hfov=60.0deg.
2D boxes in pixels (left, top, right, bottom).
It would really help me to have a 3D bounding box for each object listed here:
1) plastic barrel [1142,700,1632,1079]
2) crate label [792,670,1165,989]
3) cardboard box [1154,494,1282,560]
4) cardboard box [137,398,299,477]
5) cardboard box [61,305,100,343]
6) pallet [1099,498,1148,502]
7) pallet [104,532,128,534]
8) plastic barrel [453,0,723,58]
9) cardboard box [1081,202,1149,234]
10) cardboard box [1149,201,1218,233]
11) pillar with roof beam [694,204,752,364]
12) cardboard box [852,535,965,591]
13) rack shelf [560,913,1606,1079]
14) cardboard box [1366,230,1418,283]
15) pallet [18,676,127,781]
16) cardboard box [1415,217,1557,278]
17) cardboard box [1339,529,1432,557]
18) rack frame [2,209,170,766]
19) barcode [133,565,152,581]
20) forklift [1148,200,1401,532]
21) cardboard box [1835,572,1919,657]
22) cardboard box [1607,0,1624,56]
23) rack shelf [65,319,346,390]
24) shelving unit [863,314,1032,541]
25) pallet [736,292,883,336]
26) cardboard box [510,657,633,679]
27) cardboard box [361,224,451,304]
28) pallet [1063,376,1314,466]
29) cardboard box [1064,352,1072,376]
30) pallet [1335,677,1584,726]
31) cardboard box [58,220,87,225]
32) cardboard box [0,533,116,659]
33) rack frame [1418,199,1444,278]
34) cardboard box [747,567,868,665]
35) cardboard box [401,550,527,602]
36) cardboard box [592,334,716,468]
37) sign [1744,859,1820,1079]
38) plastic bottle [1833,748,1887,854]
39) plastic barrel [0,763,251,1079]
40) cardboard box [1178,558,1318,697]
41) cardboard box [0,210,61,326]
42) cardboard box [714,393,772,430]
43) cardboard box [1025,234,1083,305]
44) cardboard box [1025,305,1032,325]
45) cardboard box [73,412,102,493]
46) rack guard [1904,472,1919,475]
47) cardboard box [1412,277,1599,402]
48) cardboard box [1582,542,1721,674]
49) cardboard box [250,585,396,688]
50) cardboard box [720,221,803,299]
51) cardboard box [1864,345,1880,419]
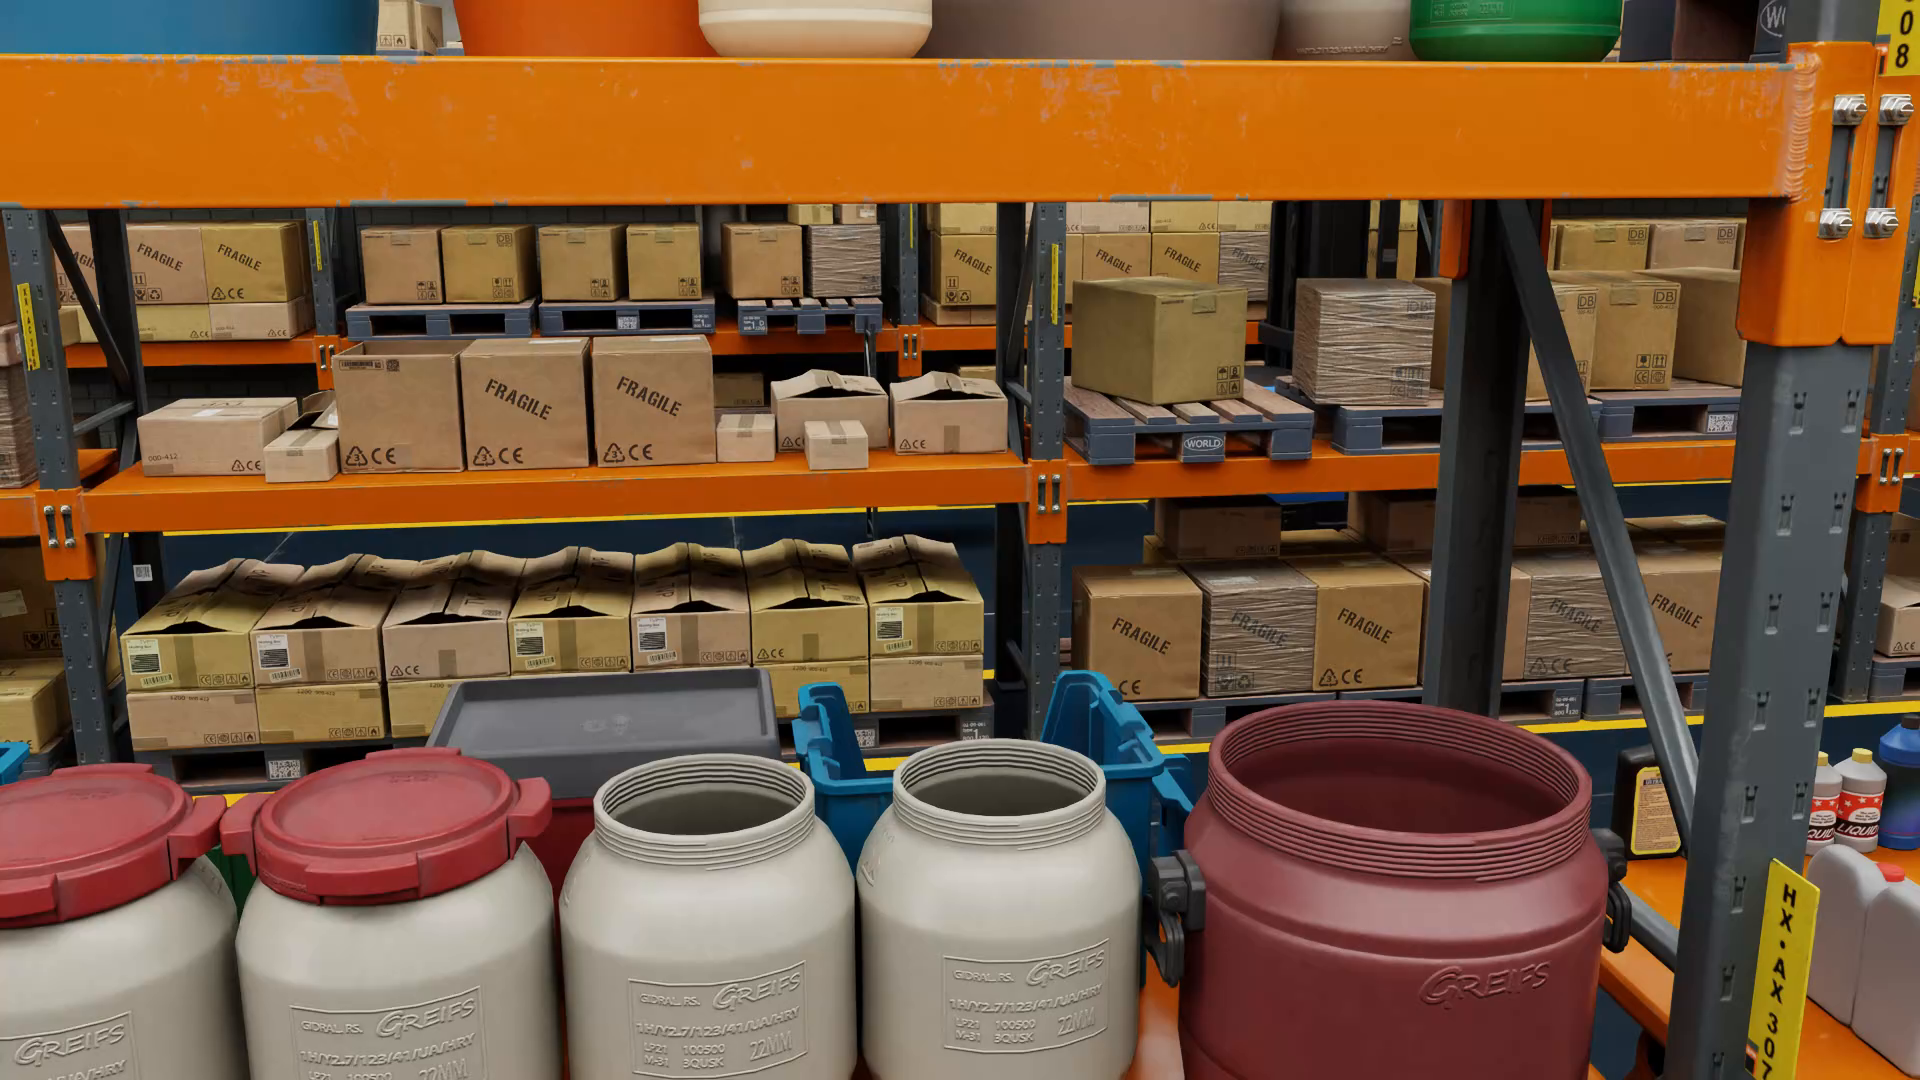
[{"bbox_3d":[0.628,0.580,2.463,0.708,0.536,0.600,-2,14,-8],"label":"plastic barrel"},{"bbox_3d":[0.019,0.510,2.949,0.616,0.435,0.502,-2,14,-8],"label":"crate label"},{"bbox_3d":[1.253,-0.093,8.121,0.500,0.250,0.500,-2,14,-6],"label":"cardboard box"},{"bbox_3d":[-3.167,-0.446,7.142,0.500,0.250,0.500,-1,14,-5],"label":"cardboard box"},{"bbox_3d":[-5.802,-1.491,11.267,0.500,0.250,0.500,-2,14,-9],"label":"cardboard box"},{"bbox_3d":[1.561,-0.528,12.894,1.213,0.211,1.003,-2,14,-8],"label":"pallet"},{"bbox_3d":[-6.257,-0.251,11.790,1.213,0.211,1.003,-2,14,-8],"label":"pallet"},{"bbox_3d":[-0.449,-1.106,2.415,0.708,0.830,0.600,-2,14,-8],"label":"plastic barrel"},{"bbox_3d":[1.078,-2.386,12.170,0.500,0.250,0.500,-2,14,-8],"label":"cardboard box"},{"bbox_3d":[1.582,-2.406,12.250,0.500,0.250,0.500,-2,14,-9],"label":"cardboard box"},{"bbox_3d":[-1.207,-3.862,8.123,0.400,9.000,9.100,-2,14,-8],"label":"pillar with roof beam"},{"bbox_3d":[-0.254,0.171,8.010,0.500,0.311,0.500,-2,14,-6],"label":"cardboard box"},{"bbox_3d":[-0.936,0.978,2.636,4.000,0.370,1.077,-2,14,-8],"label":"rack shelf"},{"bbox_3d":[3.102,-2.097,12.558,0.500,0.500,0.500,-2,14,-9],"label":"cardboard box"},{"bbox_3d":[-4.440,0.881,7.275,1.213,0.211,1.003,-2,14,-8],"label":"pallet"},{"bbox_3d":[4.060,-2.133,12.944,0.700,0.700,0.980,-2,14,-7],"label":"cardboard box"},{"bbox_3d":[2.227,0.234,8.356,0.500,0.500,0.500,-3,14,-10],"label":"cardboard box"},{"bbox_3d":[-3.648,-0.490,7.011,0.127,3.000,1.000,-2,14,-8],"label":"rack frame"},{"bbox_3d":[-3.333,0.134,6.782,0.075,0.075,0.001,-2,14,-8],"label":"barcode"},{"bbox_3d":[2.898,-1.527,11.286,3.031,2.935,1.130,-3,14,-10],"label":"forklift"},{"bbox_3d":[4.710,0.347,8.294,0.500,0.311,0.500,-2,14,-8],"label":"cardboard box"},{"bbox_3d":[3.096,-2.506,7.606,0.600,0.600,0.600,-2,14,-9],"label":"cardboard box"},{"bbox_3d":[-6.367,-1.260,11.560,4.000,0.370,1.077,-2,14,-8],"label":"rack shelf"},{"bbox_3d":[-0.084,-0.724,11.027,1.048,1.500,0.538,-2,14,-8],"label":"shelving unit"},{"bbox_3d":[-1.123,-1.682,12.158,1.003,0.211,1.213,-2,14,-8],"label":"pallet"},{"bbox_3d":[-1.691,0.629,7.338,0.500,0.250,0.500,-2,14,-7],"label":"cardboard box"},{"bbox_3d":[-3.881,-1.954,11.737,0.500,0.500,0.700,-2,14,-8],"label":"cardboard box"},{"bbox_3d":[0.967,-0.584,7.778,1.003,0.211,1.213,-2,14,-8],"label":"pallet"},{"bbox_3d":[1.180,-1.013,12.651,0.750,0.750,0.750,-2,14,-9],"label":"cardboard box"},{"bbox_3d":[2.255,0.656,8.173,1.213,0.211,1.003,-2,14,-8],"label":"pallet"},{"bbox_3d":[-6.403,-1.960,11.595,0.500,0.500,0.500,-2,14,-8],"label":"cardboard box"},{"bbox_3d":[-4.153,0.217,7.436,0.500,0.500,0.500,-2,14,-8],"label":"cardboard box"},{"bbox_3d":[3.521,-1.972,12.918,0.127,3.000,1.000,-2,14,-8],"label":"rack frame"},{"bbox_3d":[-0.687,0.321,7.411,0.500,0.311,0.500,-2,14,-9],"label":"cardboard box"},{"bbox_3d":[-2.283,0.246,7.711,0.500,0.311,0.500,-2,14,-8],"label":"cardboard box"},{"bbox_3d":[-1.349,-0.619,7.319,0.500,0.500,0.500,-3,14,-11],"label":"cardboard box"},{"bbox_3d":[1.131,0.609,2.291,0.005,0.325,0.100,-2,14,-8],"label":"sign"},{"bbox_3d":[1.820,0.524,3.376,0.097,0.201,0.097,0,14,0],"label":"plastic bottle"},{"bbox_3d":[-1.209,0.627,2.277,0.433,0.535,0.433,0,14,0],"label":"plastic barrel"},{"bbox_3d":[1.317,0.396,7.712,0.500,0.500,0.500,-3,14,-10],"label":"cardboard box"},{"bbox_3d":[-4.086,-1.151,6.771,0.500,0.500,0.700,-2,14,-8],"label":"cardboard box"},{"bbox_3d":[-1.665,-0.798,12.473,0.500,0.500,0.700,-2,14,-8],"label":"cardboard box"},{"bbox_3d":[0.604,-2.002,12.180,0.500,0.500,0.500,-2,14,-6],"label":"cardboard box"},{"bbox_3d":[0.452,-1.667,12.179,0.250,0.149,0.380,-2,14,-7],"label":"cardboard box"},{"bbox_3d":[-6.351,-0.576,11.588,0.500,0.500,0.700,-3,14,-12],"label":"cardboard box"},{"bbox_3d":[7.500,-0.905,13.803,0.348,0.500,1.175,-2,14,-8],"label":"rack guard"},{"bbox_3d":[2.525,-0.954,7.789,0.500,0.500,0.700,-6,15,-23],"label":"cardboard box"},{"bbox_3d":[3.328,0.321,8.008,0.500,0.500,0.500,-2,14,-8],"label":"cardboard box"},{"bbox_3d":[-2.706,0.396,7.114,0.500,0.311,0.500,-2,14,-9],"label":"cardboard box"},{"bbox_3d":[-1.446,-2.042,12.090,0.500,0.500,0.700,-3,14,-14],"label":"cardboard box"},{"bbox_3d":[4.719,-0.909,8.473,0.500,0.500,0.500,-2,14,-7],"label":"cardboard box"}]
